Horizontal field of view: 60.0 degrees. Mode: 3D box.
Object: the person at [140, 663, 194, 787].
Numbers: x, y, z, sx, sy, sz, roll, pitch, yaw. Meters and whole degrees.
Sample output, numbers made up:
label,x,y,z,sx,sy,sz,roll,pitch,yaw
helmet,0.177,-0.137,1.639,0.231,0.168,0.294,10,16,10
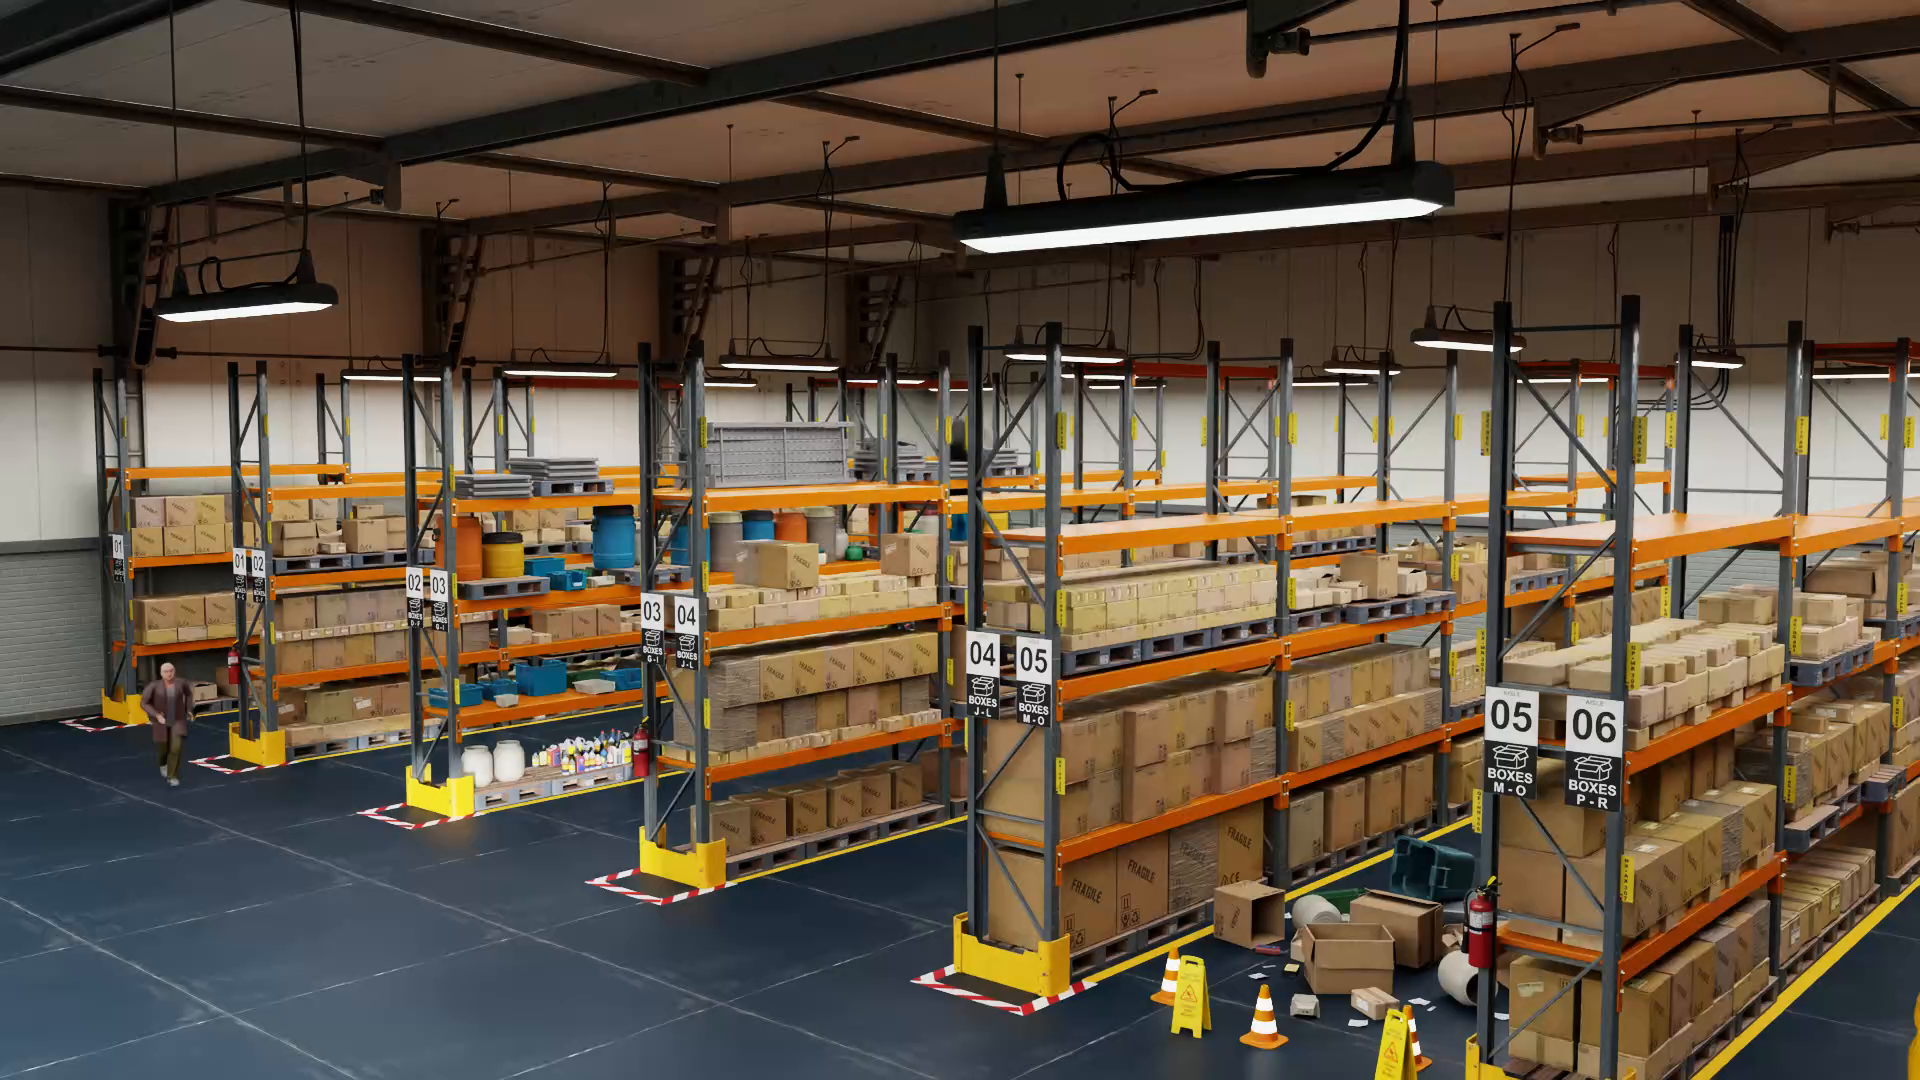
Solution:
label,x,y,z,sx,sy,sz,roll,pitch,yaw
person,-11.193,2.577,23.478,0.704,1.736,0.826,-3,5,-32
